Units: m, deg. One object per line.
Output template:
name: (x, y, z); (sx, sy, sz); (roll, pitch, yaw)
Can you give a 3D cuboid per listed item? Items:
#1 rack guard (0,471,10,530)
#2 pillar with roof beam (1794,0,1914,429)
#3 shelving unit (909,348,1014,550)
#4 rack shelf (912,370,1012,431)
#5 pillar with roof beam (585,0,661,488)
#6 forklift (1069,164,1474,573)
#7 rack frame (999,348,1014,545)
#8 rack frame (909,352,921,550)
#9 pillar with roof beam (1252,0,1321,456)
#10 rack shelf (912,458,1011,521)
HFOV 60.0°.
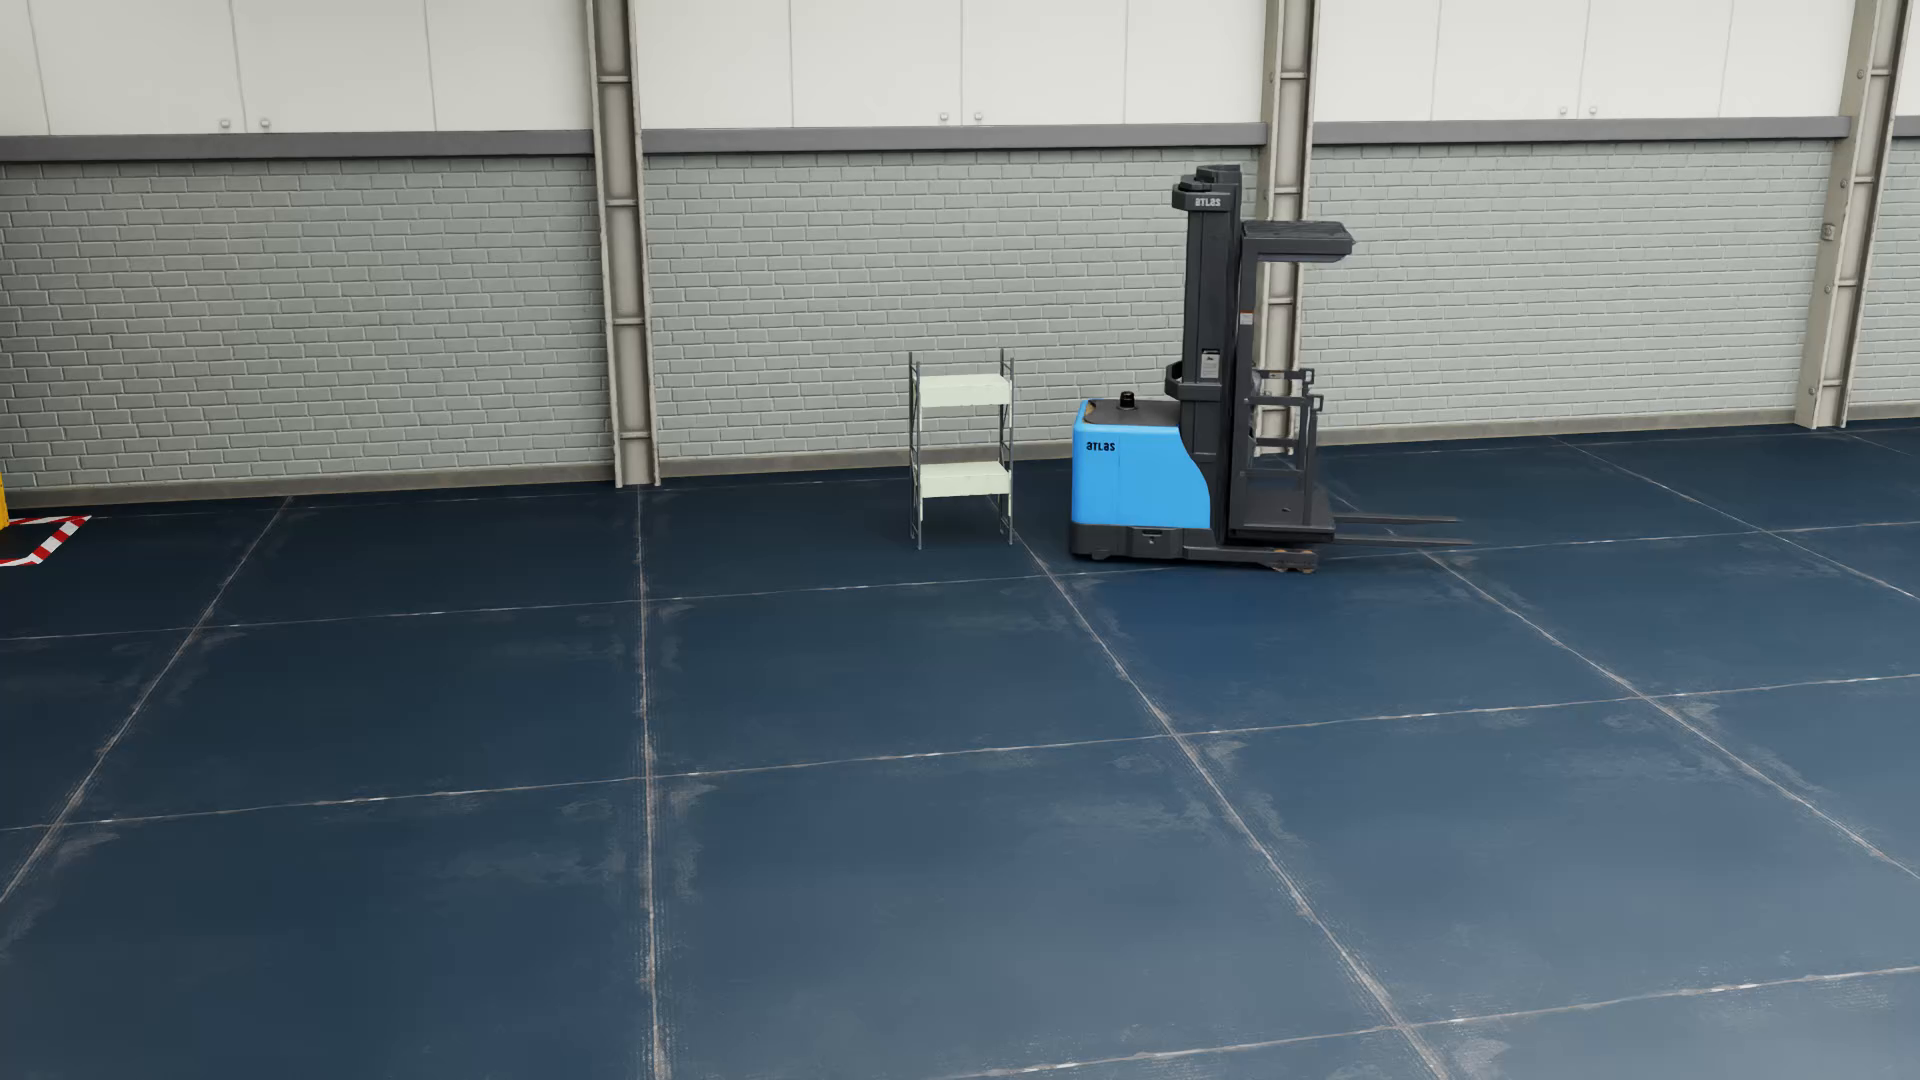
rack guard: (-7.919, -0.208, 13.136); (0.348, 0.500, 1.175); (-3, 17, -10)
pillar with roof beam: (9.693, -4.252, 11.828); (0.400, 9.000, 9.100); (-3, 17, -10)
shelving unit: (0.007, -0.717, 13.093); (0.755, 1.500, 0.431); (-3, 17, -10)
rack shelf: (0.007, -1.090, 12.978); (0.720, 0.370, 0.431); (-3, 17, -10)
pillar with roof beam: (-2.090, -3.583, 9.651); (0.400, 9.000, 9.100); (-3, 17, -10)
forklift: (2.398, -1.321, 12.619); (3.031, 2.935, 1.130); (2, 17, 8)
rack frame: (0.366, -0.738, 13.159); (0.023, 1.500, 0.400); (-3, 17, -10)
rack frame: (-0.353, -0.697, 13.026); (0.023, 1.500, 0.400); (-3, 17, -10)
pillar with roof beam: (3.802, -3.917, 10.740); (0.400, 9.000, 9.100); (-3, 17, -10)
rack shelf: (0.007, -0.406, 13.189); (0.720, 0.370, 0.431); (-3, 17, -10)
